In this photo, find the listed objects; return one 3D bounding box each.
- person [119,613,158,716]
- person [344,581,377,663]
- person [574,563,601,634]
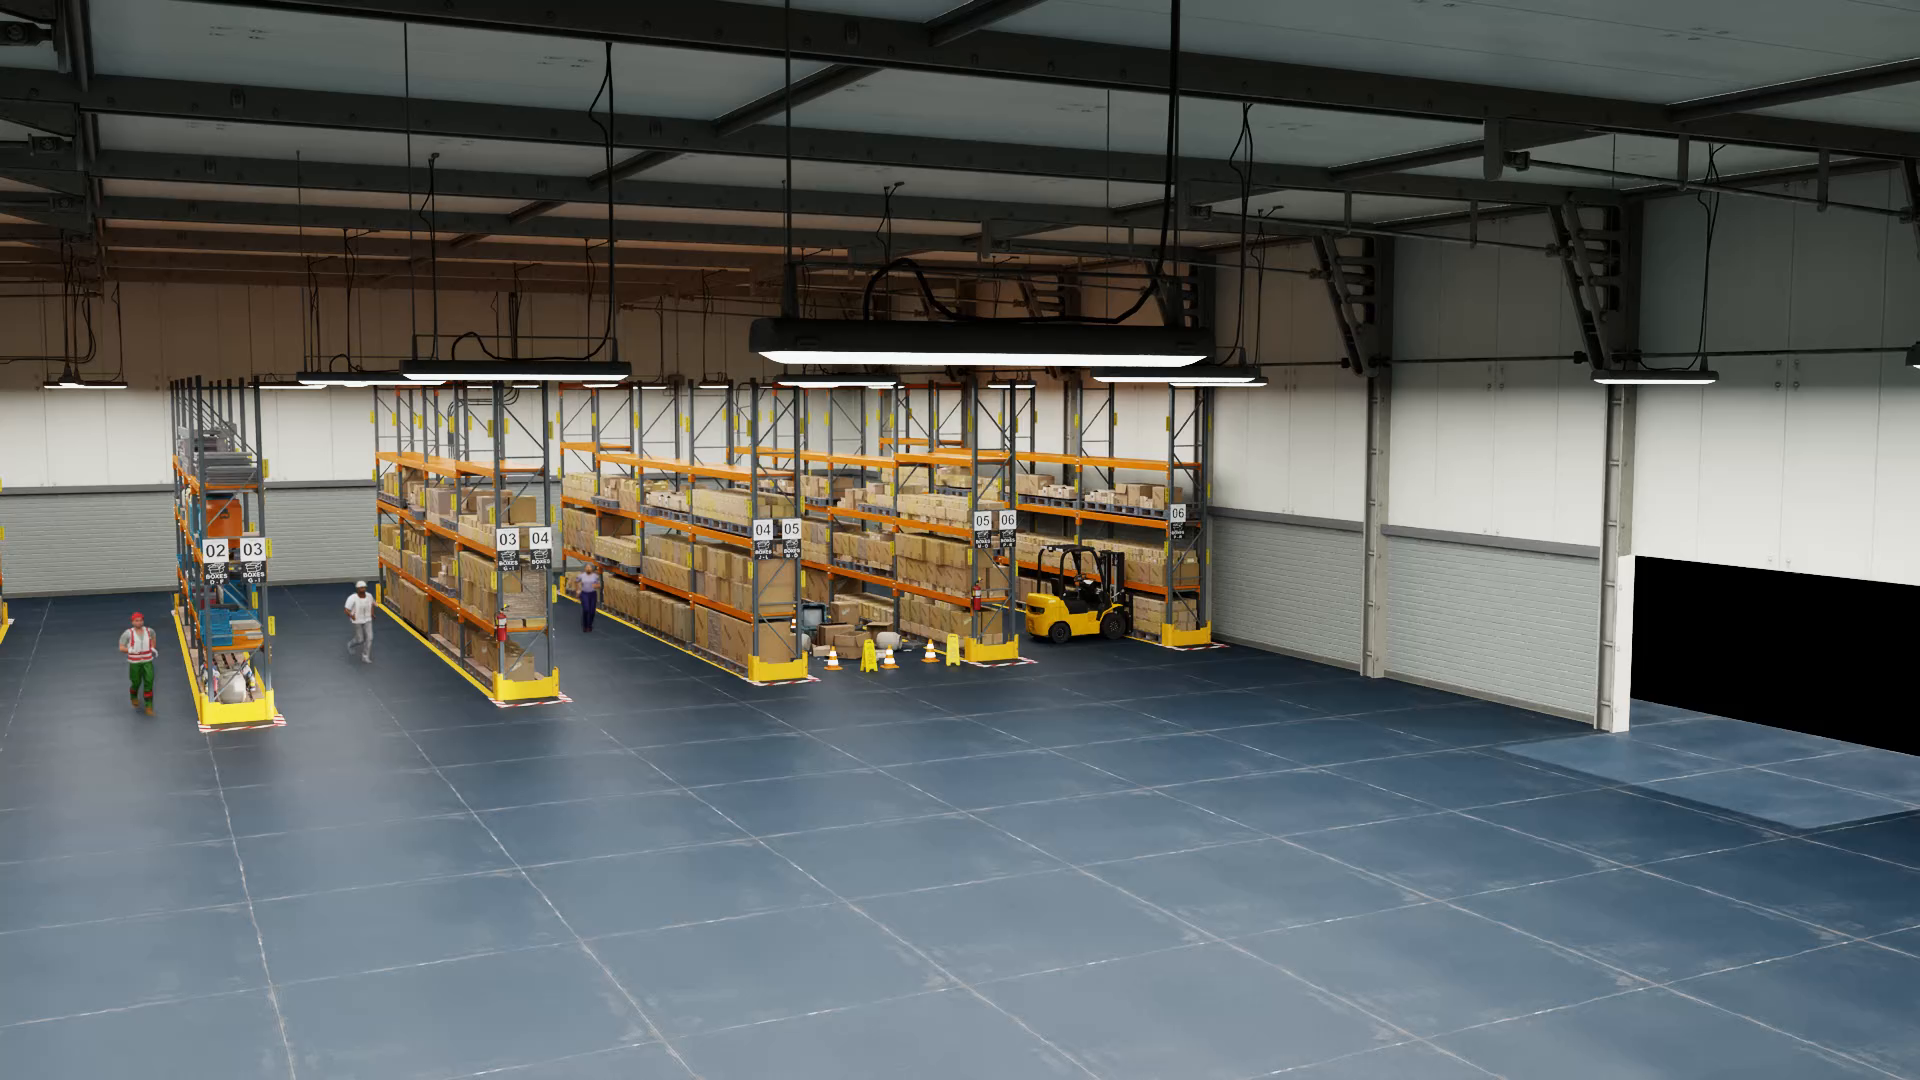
[{"bbox_3d":[-14.595,2.184,29.589,0.653,1.799,0.987,-4,6,-38],"label":"person"},{"bbox_3d":[-12.734,1.725,35.313,0.689,1.739,0.815,-5,7,-44],"label":"person"},{"bbox_3d":[-8.848,1.390,39.633,0.577,1.694,0.706,-3,6,-27],"label":"person"}]
